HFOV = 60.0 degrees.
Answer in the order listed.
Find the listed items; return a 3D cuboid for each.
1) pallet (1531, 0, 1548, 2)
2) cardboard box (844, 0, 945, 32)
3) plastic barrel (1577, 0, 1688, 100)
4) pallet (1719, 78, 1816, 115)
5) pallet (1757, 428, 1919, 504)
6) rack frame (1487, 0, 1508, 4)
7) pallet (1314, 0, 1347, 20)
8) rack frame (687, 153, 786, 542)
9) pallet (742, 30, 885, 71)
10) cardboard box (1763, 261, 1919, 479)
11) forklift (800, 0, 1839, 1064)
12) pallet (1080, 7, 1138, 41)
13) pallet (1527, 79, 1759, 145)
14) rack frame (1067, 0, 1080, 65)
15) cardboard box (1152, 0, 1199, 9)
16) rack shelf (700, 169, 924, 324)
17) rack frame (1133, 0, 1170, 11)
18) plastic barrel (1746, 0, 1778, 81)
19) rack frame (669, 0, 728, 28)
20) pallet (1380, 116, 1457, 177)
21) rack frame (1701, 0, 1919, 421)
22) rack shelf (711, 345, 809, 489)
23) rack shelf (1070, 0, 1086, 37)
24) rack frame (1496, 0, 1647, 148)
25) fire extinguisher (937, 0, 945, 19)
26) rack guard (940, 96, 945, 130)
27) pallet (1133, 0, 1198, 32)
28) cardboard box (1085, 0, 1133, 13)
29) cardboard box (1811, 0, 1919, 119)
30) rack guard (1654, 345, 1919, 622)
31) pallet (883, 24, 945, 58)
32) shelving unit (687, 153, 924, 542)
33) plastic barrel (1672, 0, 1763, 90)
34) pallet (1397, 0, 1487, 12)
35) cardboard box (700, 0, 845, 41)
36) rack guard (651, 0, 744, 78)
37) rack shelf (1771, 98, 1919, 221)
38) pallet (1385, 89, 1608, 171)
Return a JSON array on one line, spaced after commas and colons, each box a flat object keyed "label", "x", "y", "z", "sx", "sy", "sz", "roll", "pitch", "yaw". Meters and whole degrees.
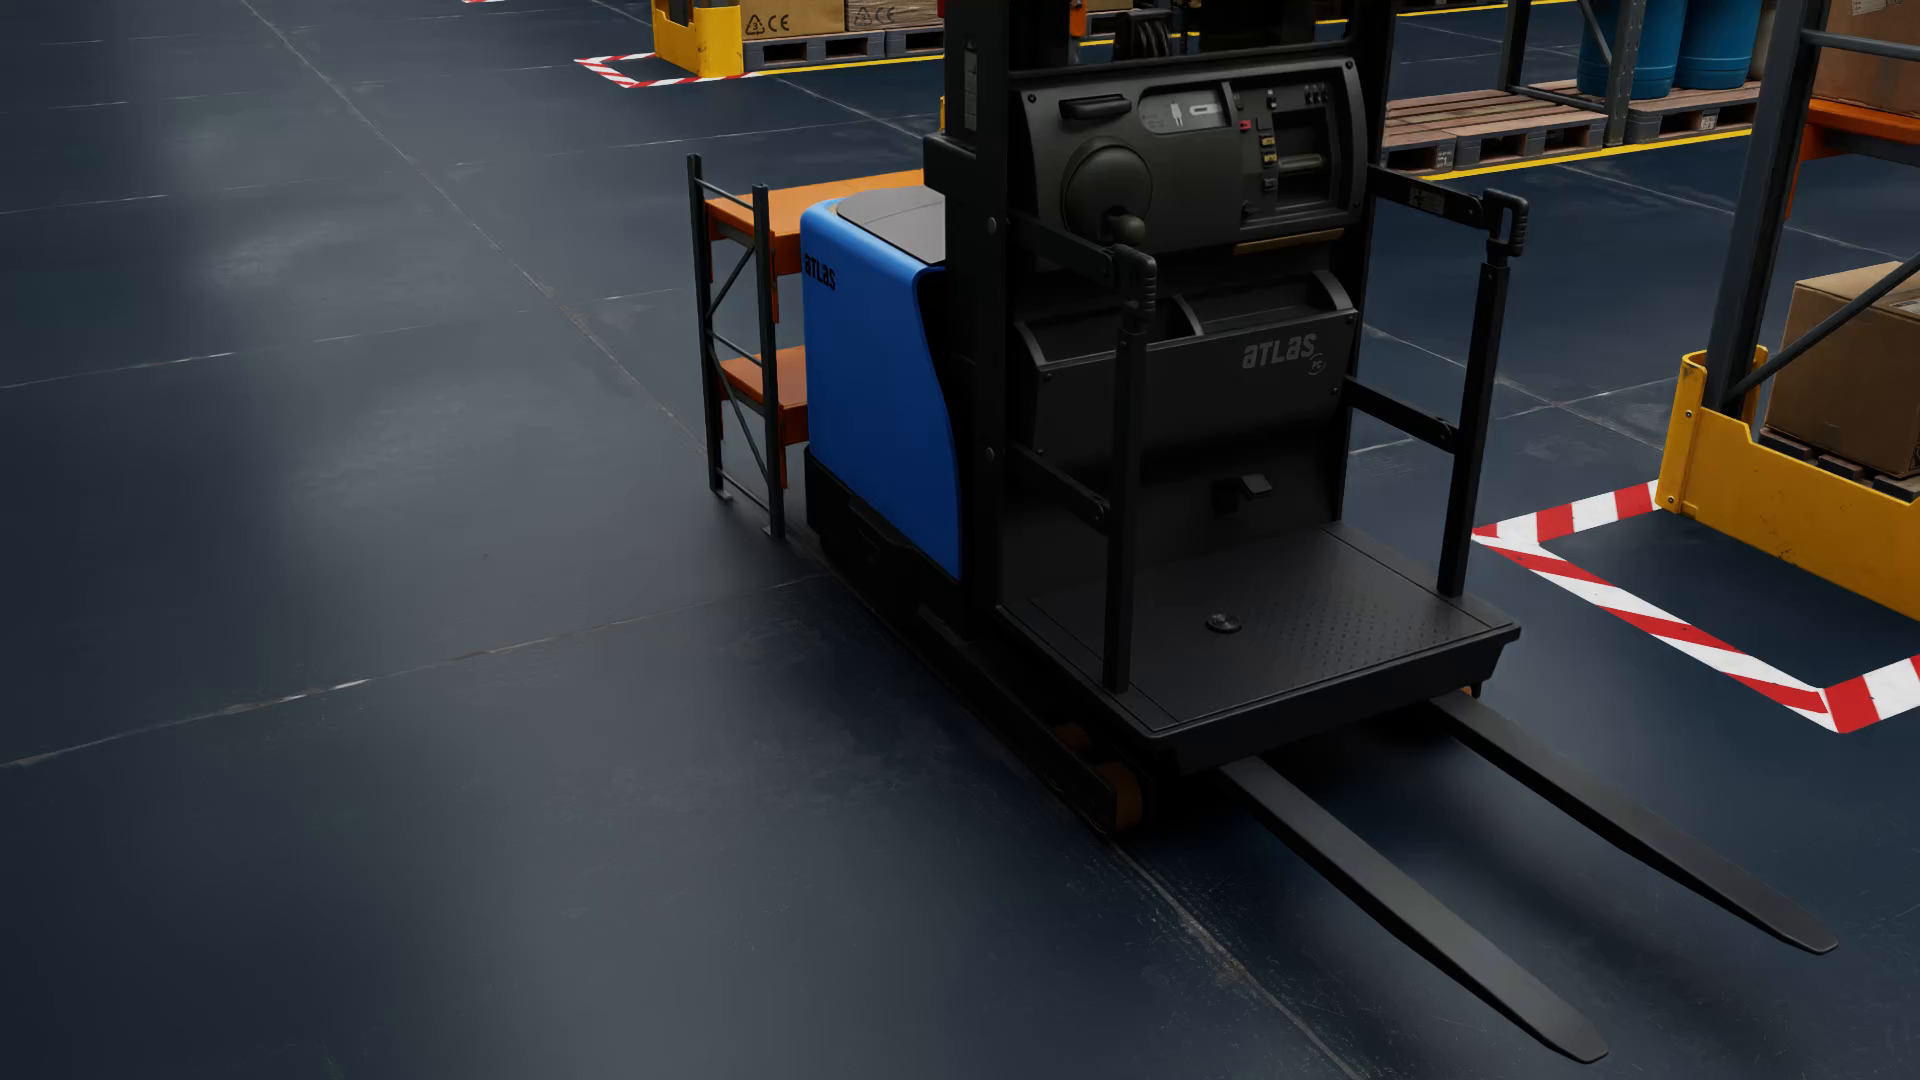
[{"label": "pallet", "x": 5.729, "y": -5.596, "z": 16.661, "sx": 1.213, "sy": 0.211, "sz": 1.003, "roll": -13, "pitch": 29, "yaw": -25}, {"label": "cardboard box", "x": -0.690, "y": -4.643, "z": 13.424, "sx": 0.875, "sy": 0.875, "sz": 0.875, "roll": -13, "pitch": 29, "yaw": -25}, {"label": "plastic barrel", "x": 4.328, "y": -3.336, "z": 10.671, "sx": 0.708, "sy": 0.901, "sz": 0.600, "roll": -13, "pitch": 29, "yaw": -25}, {"label": "pallet", "x": 5.618, "y": -3.122, "z": 11.509, "sx": 1.213, "sy": 0.211, "sz": 1.003, "roll": -13, "pitch": 29, "yaw": -25}, {"label": "pallet", "x": 3.408, "y": -0.202, "z": 5.427, "sx": 1.213, "sy": 0.211, "sz": 1.003, "roll": -13, "pitch": 29, "yaw": -25}, {"label": "rack frame", "x": 5.039, "y": -6.694, "z": 15.727, "sx": 0.127, "sy": 3.000, "sz": 1.000, "roll": -13, "pitch": 29, "yaw": -25}, {"label": "pallet", "x": 3.232, "y": -5.059, "z": 15.542, "sx": 1.213, "sy": 0.211, "sz": 1.003, "roll": -13, "pitch": 29, "yaw": -25}, {"label": "rack frame", "x": -0.697, "y": -0.594, "z": 5.188, "sx": 0.032, "sy": 1.125, "sz": 0.500, "roll": -15, "pitch": 30, "yaw": -29}, {"label": "pallet", "x": -1.352, "y": -4.001, "z": 13.339, "sx": 1.213, "sy": 0.211, "sz": 1.003, "roll": -13, "pitch": 29, "yaw": -25}, {"label": "cardboard box", "x": 3.002, "y": -0.557, "z": 5.325, "sx": 0.500, "sy": 0.500, "sz": 0.500, "roll": -13, "pitch": 29, "yaw": -25}, {"label": "forklift", "x": 0.658, "y": -0.866, "z": 3.668, "sx": 1.130, "sy": 2.935, "sz": 3.031, "roll": -13, "pitch": 29, "yaw": -25}, {"label": "pallet", "x": 0.801, "y": -4.498, "z": 14.374, "sx": 1.213, "sy": 0.211, "sz": 1.003, "roll": -13, "pitch": 29, "yaw": -25}, {"label": "pallet", "x": 4.540, "y": -2.872, "z": 10.988, "sx": 1.213, "sy": 0.211, "sz": 1.003, "roll": -13, "pitch": 29, "yaw": -25}, {"label": "rack frame", "x": 0.310, "y": -3.173, "z": 8.394, "sx": 0.127, "sy": 3.000, "sz": 1.000, "roll": -13, "pitch": 29, "yaw": -25}, {"label": "cardboard box", "x": 2.065, "y": -5.249, "z": 14.687, "sx": 0.875, "sy": 0.875, "sz": 1.225, "roll": -13, "pitch": 29, "yaw": -25}, {"label": "rack shelf", "x": -0.268, "y": -0.976, "z": 5.307, "sx": 1.000, "sy": 0.278, "sz": 0.538, "roll": -15, "pitch": 30, "yaw": -29}, {"label": "rack frame", "x": 1.509, "y": -5.880, "z": 14.030, "sx": 0.127, "sy": 3.000, "sz": 1.000, "roll": -13, "pitch": 29, "yaw": -25}, {"label": "plastic barrel", "x": 5.493, "y": -3.385, "z": 11.224, "sx": 0.421, "sy": 0.512, "sz": 0.421, "roll": 0, "pitch": 26, "yaw": 0}, {"label": "rack frame", "x": -2.020, "y": -5.065, "z": 12.334, "sx": 0.127, "sy": 3.000, "sz": 1.000, "roll": -13, "pitch": 29, "yaw": -25}, {"label": "pallet", "x": 2.131, "y": -2.316, "z": 9.830, "sx": 1.213, "sy": 0.211, "sz": 1.003, "roll": -13, "pitch": 29, "yaw": -25}, {"label": "rack frame", "x": 2.638, "y": -1.281, "z": 4.452, "sx": 0.127, "sy": 3.000, "sz": 1.000, "roll": -13, "pitch": 29, "yaw": -25}, {"label": "rack shelf", "x": -0.268, "y": -0.492, "z": 5.540, "sx": 1.000, "sy": 0.278, "sz": 0.538, "roll": -15, "pitch": 30, "yaw": -29}, {"label": "rack shelf", "x": 2.075, "y": -3.256, "z": 9.398, "sx": 4.000, "sy": 0.370, "sz": 1.077, "roll": -13, "pitch": 29, "yaw": -25}, {"label": "rack frame", "x": 3.840, "y": -3.988, "z": 10.091, "sx": 0.127, "sy": 3.000, "sz": 1.000, "roll": -13, "pitch": 29, "yaw": -25}, {"label": "fire extinguisher", "x": -0.037, "y": -3.113, "z": 8.789, "sx": 0.183, "sy": 0.674, "sz": 0.296, "roll": -13, "pitch": 29, "yaw": -25}, {"label": "rack guard", "x": 0.295, "y": -2.037, "z": 8.914, "sx": 0.348, "sy": 0.500, "sz": 1.175, "roll": -13, "pitch": 29, "yaw": -25}, {"label": "pallet", "x": 2.155, "y": -4.808, "z": 15.021, "sx": 1.213, "sy": 0.211, "sz": 1.003, "roll": -13, "pitch": 29, "yaw": -25}, {"label": "cardboard box", "x": 0.889, "y": -5.007, "z": 14.183, "sx": 0.875, "sy": 0.875, "sz": 0.875, "roll": -13, "pitch": 29, "yaw": -25}, {"label": "cardboard box", "x": 2.905, "y": -1.521, "z": 4.837, "sx": 0.500, "sy": 0.500, "sz": 0.500, "roll": -12, "pitch": 28, "yaw": -24}, {"label": "rack guard", "x": 2.705, "y": -0.169, "z": 5.025, "sx": 0.348, "sy": 0.500, "sz": 1.175, "roll": -13, "pitch": 29, "yaw": -25}, {"label": "pallet", "x": -0.276, "y": -4.247, "z": 13.853, "sx": 1.213, "sy": 0.211, "sz": 1.003, "roll": -13, "pitch": 29, "yaw": -25}, {"label": "shelving unit", "x": -0.268, "y": -0.712, "z": 5.434, "sx": 1.048, "sy": 1.125, "sz": 0.538, "roll": -15, "pitch": 30, "yaw": -29}, {"label": "plastic barrel", "x": 4.953, "y": -3.480, "z": 10.972, "sx": 0.708, "sy": 0.901, "sz": 0.600, "roll": -13, "pitch": 29, "yaw": -25}, {"label": "pallet", "x": 4.308, "y": -5.305, "z": 16.056, "sx": 1.213, "sy": 0.211, "sz": 1.003, "roll": -13, "pitch": 29, "yaw": -25}, {"label": "cardboard box", "x": -1.493, "y": -4.457, "z": 13.038, "sx": 0.875, "sy": 0.875, "sz": 0.875, "roll": -13, "pitch": 29, "yaw": -25}, {"label": "rack guard", "x": -2.041, "y": -3.933, "z": 12.864, "sx": 0.348, "sy": 0.500, "sz": 1.175, "roll": -13, "pitch": 29, "yaw": -25}, {"label": "rack shelf", "x": 4.403, "y": -1.364, "z": 5.456, "sx": 4.000, "sy": 0.370, "sz": 1.077, "roll": -13, "pitch": 29, "yaw": -25}, {"label": "pallet", "x": 3.209, "y": -2.566, "z": 10.351, "sx": 1.213, "sy": 0.211, "sz": 1.003, "roll": -13, "pitch": 29, "yaw": -25}]
